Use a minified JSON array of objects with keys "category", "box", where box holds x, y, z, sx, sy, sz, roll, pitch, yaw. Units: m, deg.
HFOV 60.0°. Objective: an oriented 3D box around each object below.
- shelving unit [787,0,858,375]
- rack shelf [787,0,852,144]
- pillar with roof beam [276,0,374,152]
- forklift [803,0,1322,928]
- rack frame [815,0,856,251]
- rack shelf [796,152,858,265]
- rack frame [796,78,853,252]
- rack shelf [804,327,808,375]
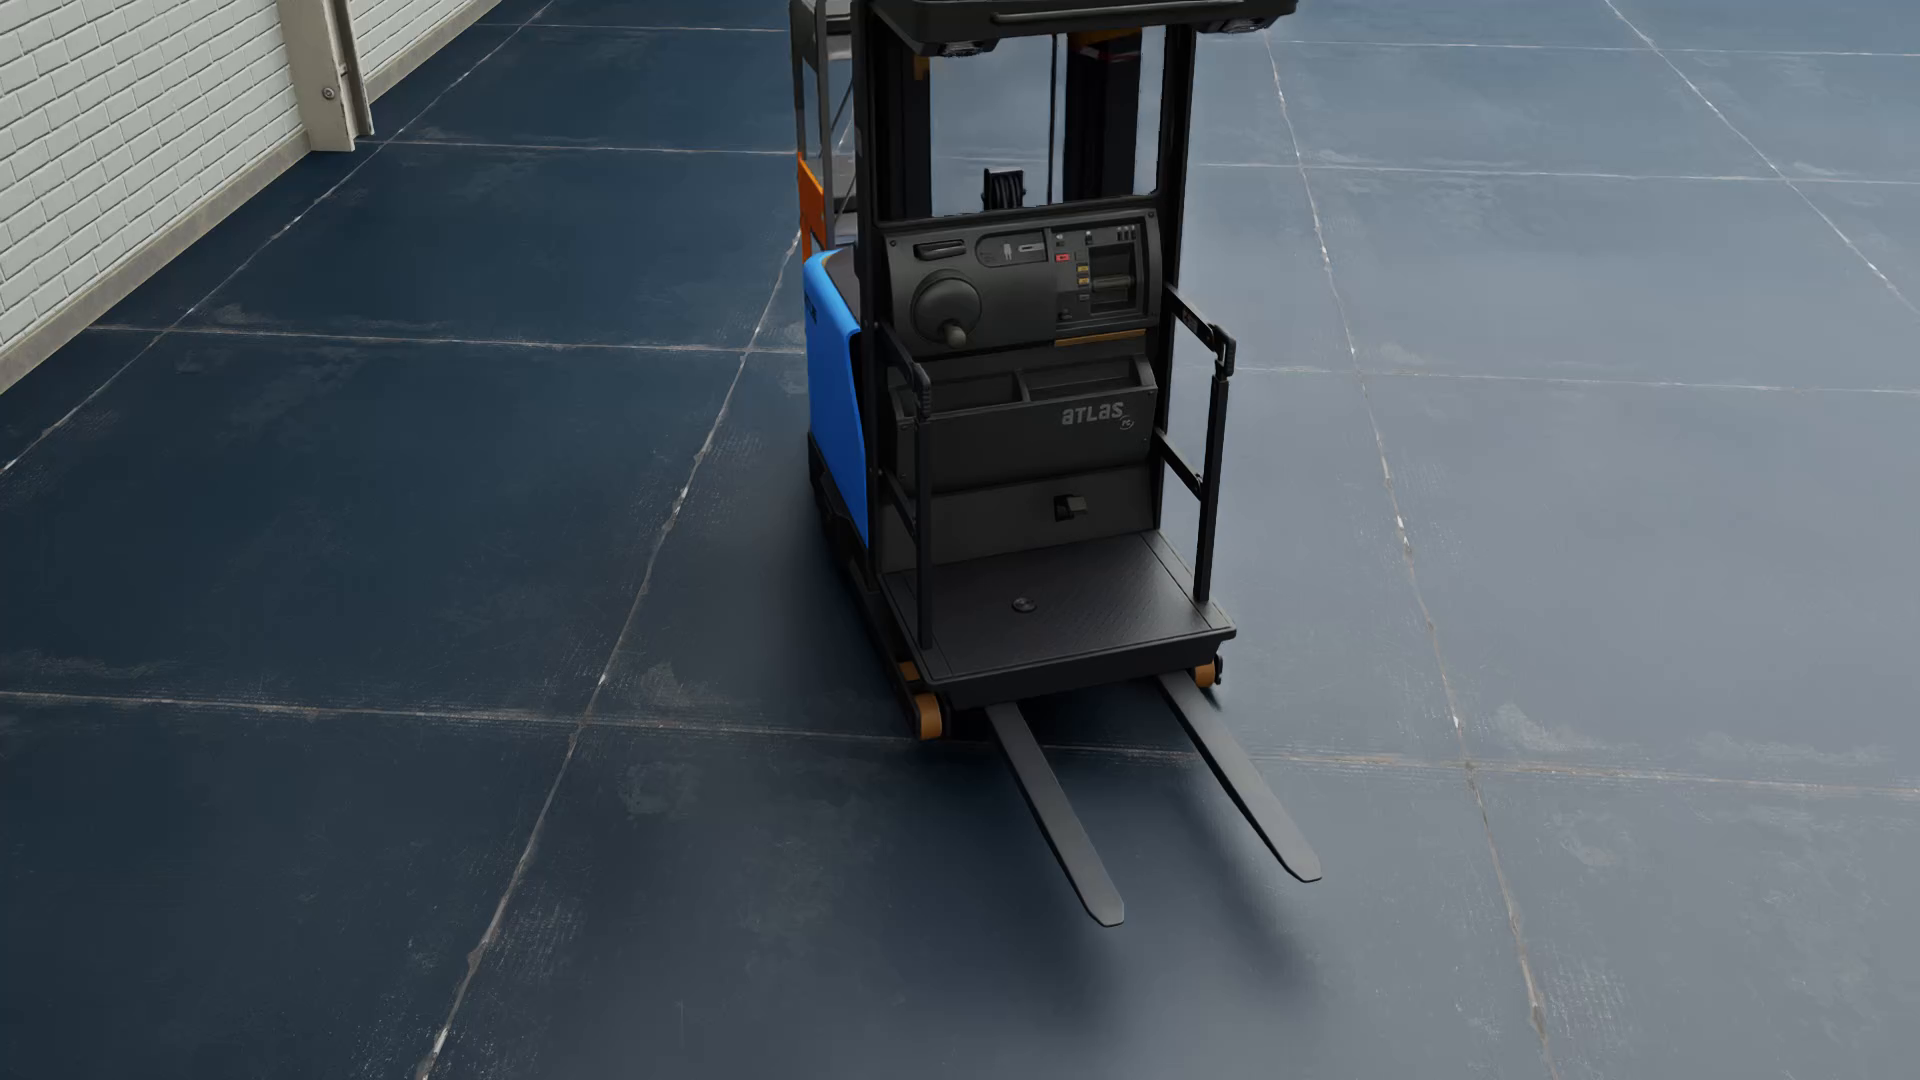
[{"category":"shelving unit","box":[-0.410,-1.313,6.879,0.431,2.100,0.503,-9,33,-14]},{"category":"rack shelf","box":[-0.410,-1.897,6.519,0.431,0.518,0.480,-9,33,-14]},{"category":"pillar with roof beam","box":[0.177,-6.298,8.392,9.100,9.000,0.400,2,32,4]},{"category":"forklift","box":[0.280,-0.801,5.255,1.130,2.935,3.031,-9,33,-14]},{"category":"rack frame","box":[-0.340,-1.190,6.680,0.400,2.100,0.015,-9,33,-14]},{"category":"rack shelf","box":[-0.410,-1.301,6.886,0.431,0.518,0.480,-9,33,-14]},{"category":"rack frame","box":[-0.481,-1.435,7.078,0.400,2.100,0.015,-9,33,-14]},{"category":"rack shelf","box":[-0.410,-0.705,7.253,0.431,0.518,0.480,-9,33,-14]}]
